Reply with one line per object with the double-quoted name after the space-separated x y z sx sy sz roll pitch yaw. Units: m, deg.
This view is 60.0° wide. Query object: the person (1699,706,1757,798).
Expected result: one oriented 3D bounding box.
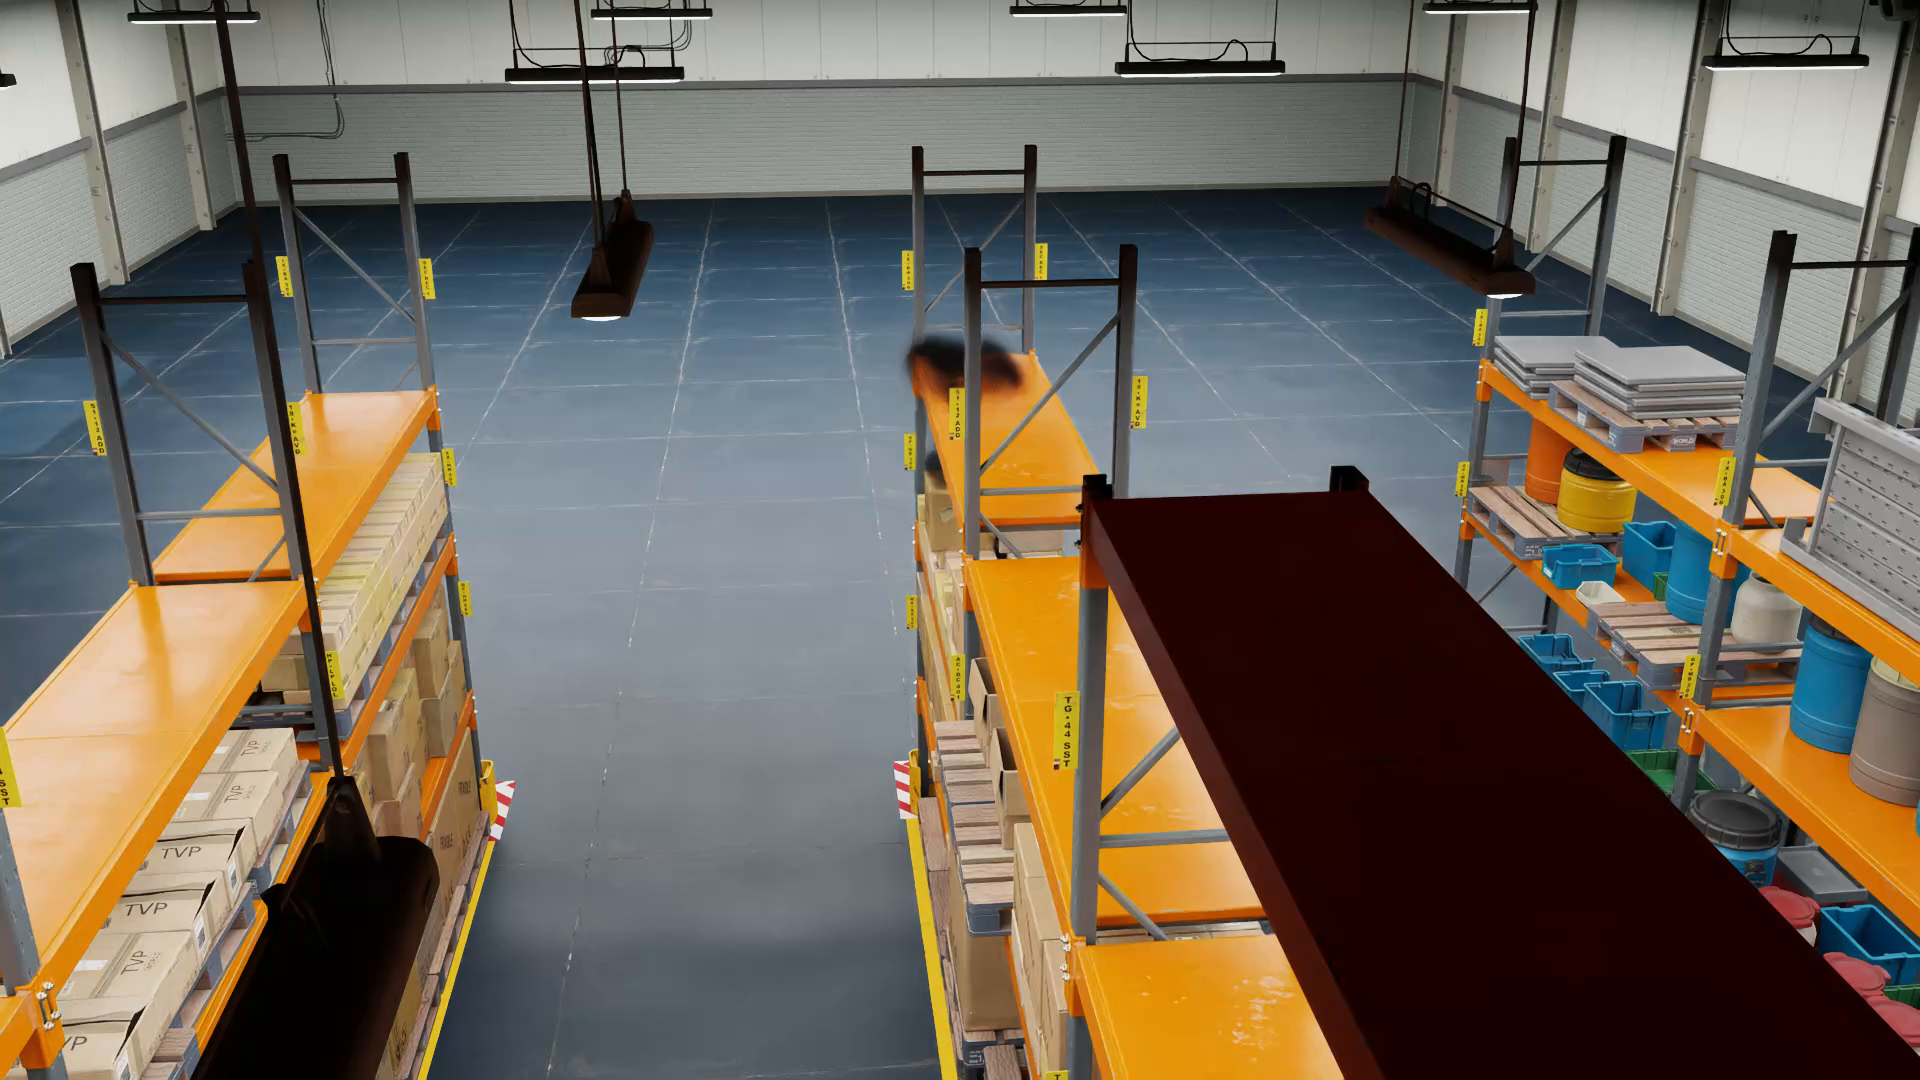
7.067 1.597 15.314 0.554 1.745 0.831 -11 24 -25 "person"
